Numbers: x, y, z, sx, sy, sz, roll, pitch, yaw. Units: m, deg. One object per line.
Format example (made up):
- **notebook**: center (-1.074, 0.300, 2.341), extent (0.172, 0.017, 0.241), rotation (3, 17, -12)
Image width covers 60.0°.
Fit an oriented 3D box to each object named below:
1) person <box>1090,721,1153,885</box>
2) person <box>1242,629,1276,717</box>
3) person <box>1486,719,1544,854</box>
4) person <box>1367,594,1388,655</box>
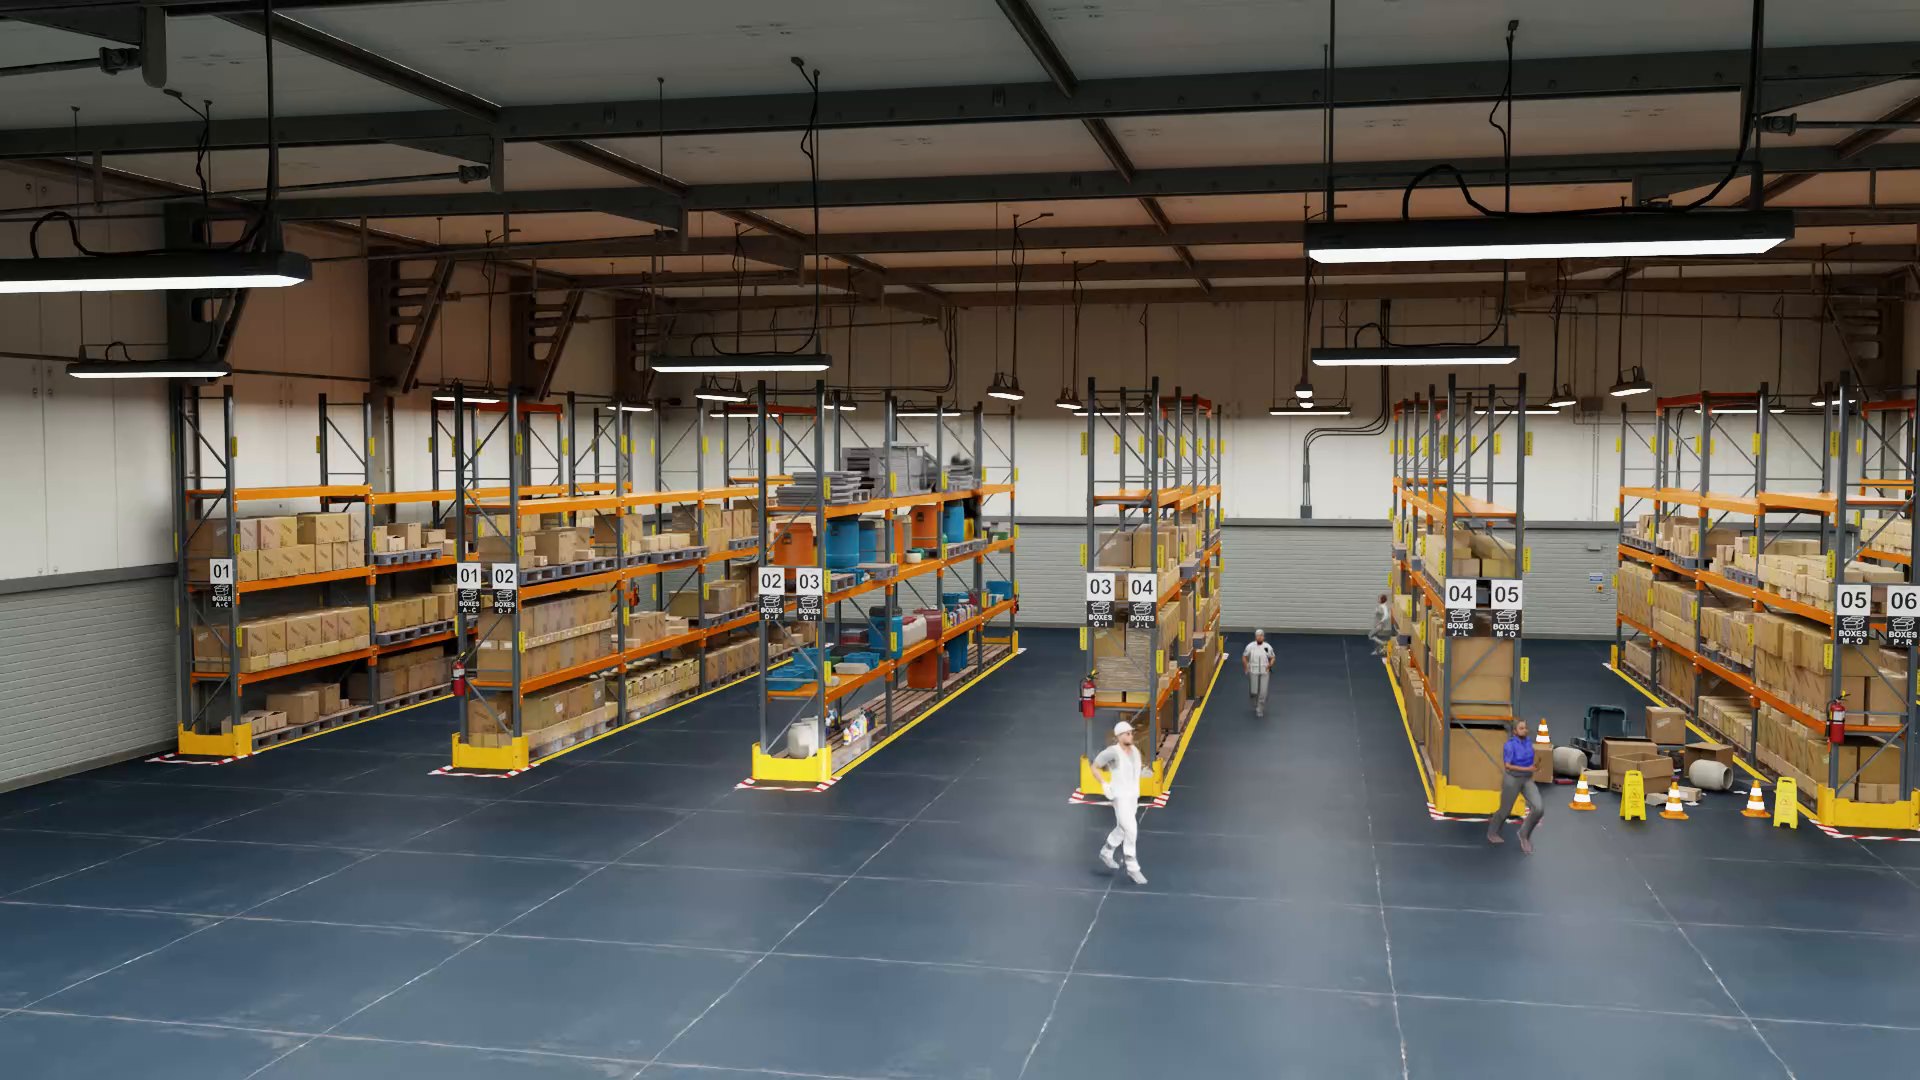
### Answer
- **person**: center (1.898, 3.016, 19.326), extent (0.814, 1.824, 0.640), rotation (3, 5, 45)
- **person**: center (5.557, 2.467, 30.891), extent (0.607, 1.614, 0.551), rotation (0, 3, 5)
- **person**: center (6.916, 3.027, 20.554), extent (0.583, 1.662, 0.852), rotation (-1, 3, -20)
- **person**: center (10.019, 2.035, 39.866), extent (0.473, 1.509, 0.626), rotation (1, 3, 16)
